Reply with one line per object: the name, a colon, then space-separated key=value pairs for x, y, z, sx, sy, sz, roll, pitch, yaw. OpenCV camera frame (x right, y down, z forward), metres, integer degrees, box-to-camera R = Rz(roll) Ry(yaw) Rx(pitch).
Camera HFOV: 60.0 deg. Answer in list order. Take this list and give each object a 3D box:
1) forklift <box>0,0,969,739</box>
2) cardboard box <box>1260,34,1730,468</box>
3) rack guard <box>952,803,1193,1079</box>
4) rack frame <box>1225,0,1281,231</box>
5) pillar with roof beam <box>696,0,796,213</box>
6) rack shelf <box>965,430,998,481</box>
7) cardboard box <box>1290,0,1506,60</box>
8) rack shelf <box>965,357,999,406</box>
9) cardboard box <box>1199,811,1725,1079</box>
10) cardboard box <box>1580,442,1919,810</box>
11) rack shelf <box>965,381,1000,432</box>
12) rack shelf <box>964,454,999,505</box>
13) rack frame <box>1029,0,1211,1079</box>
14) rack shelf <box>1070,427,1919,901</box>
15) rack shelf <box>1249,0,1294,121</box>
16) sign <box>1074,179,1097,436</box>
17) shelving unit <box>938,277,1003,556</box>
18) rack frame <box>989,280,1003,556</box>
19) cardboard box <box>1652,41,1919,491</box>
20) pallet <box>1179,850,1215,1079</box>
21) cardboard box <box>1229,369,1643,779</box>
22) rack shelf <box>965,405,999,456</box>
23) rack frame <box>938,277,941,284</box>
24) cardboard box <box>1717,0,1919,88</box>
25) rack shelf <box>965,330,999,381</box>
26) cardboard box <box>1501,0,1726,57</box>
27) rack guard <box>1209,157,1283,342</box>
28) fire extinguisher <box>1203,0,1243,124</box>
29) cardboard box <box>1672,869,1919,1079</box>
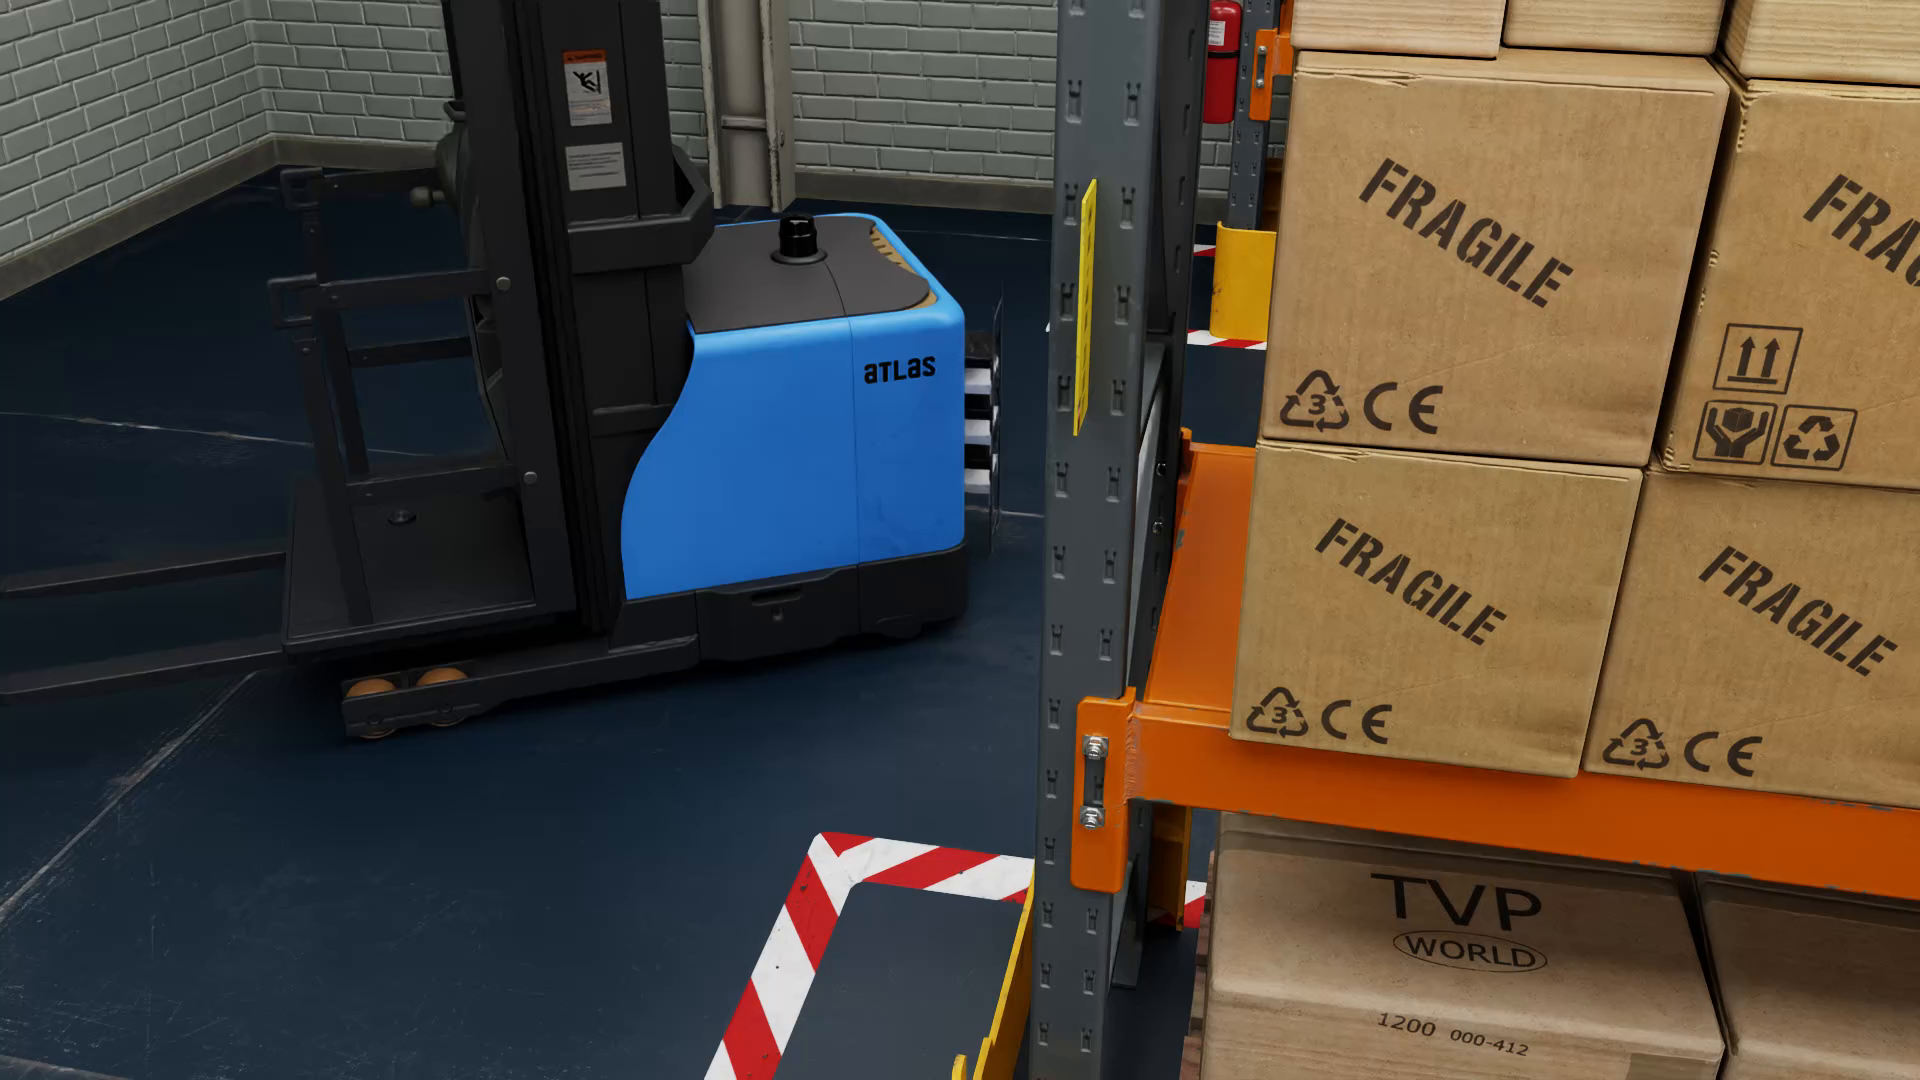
forklift: x=-1.548 y=-1.006 z=4.536 sx=3.031 sy=2.935 sz=1.130 roll=-9 pitch=30 yaw=-16
cardboard box: x=0.697 y=-0.450 z=2.303 sx=0.500 sy=0.500 sz=0.500 roll=5 pitch=29 yaw=9
rack guard: x=0.263 y=0.945 z=3.504 sx=0.348 sy=0.500 sz=1.175 roll=6 pitch=29 yaw=11
rack frame: x=1.320 y=-2.481 z=7.158 sx=0.127 sy=3.000 sz=1.000 roll=6 pitch=29 yaw=11
pillar with roof beam: x=-2.028 y=-3.784 z=3.292 sx=0.400 sy=9.000 sz=9.100 roll=6 pitch=29 yaw=11
rack shelf: x=0.019 y=-0.295 z=5.608 sx=0.200 sy=0.077 sz=0.258 roll=4 pitch=29 yaw=7
cardboard box: x=0.576 y=-0.751 z=2.177 sx=0.250 sy=0.149 sz=0.380 roll=6 pitch=29 yaw=12
rack shelf: x=0.019 y=-0.532 z=5.479 sx=0.200 sy=0.077 sz=0.258 roll=4 pitch=29 yaw=7
cardboard box: x=0.953 y=0.809 z=3.379 sx=0.875 sy=0.438 sz=0.875 roll=5 pitch=29 yaw=9
cardboard box: x=1.197 y=0.027 z=2.472 sx=0.500 sy=0.500 sz=0.500 roll=5 pitch=29 yaw=10
rack shelf: x=0.019 y=-0.453 z=5.522 sx=0.200 sy=0.077 sz=0.258 roll=4 pitch=29 yaw=7
rack shelf: x=0.019 y=-0.216 z=5.651 sx=0.200 sy=0.077 sz=0.258 roll=4 pitch=29 yaw=7
rack frame: x=0.287 y=-0.149 z=2.899 sx=0.127 sy=3.000 sz=1.000 roll=6 pitch=29 yaw=11
rack shelf: x=2.243 y=0.367 z=2.706 sx=4.000 sy=0.370 sz=1.077 roll=6 pitch=29 yaw=11
rack shelf: x=3.276 y=-1.965 z=6.964 sx=4.000 sy=0.370 sz=1.077 roll=6 pitch=29 yaw=11
sign: x=0.165 y=-0.304 z=2.198 sx=0.005 sy=0.325 sz=0.100 roll=6 pitch=29 yaw=11
shelving unit: x=0.019 y=-0.403 z=5.549 sx=0.210 sy=0.900 sz=0.258 roll=4 pitch=29 yaw=7
rack frame: x=0.120 y=-0.396 z=5.537 sx=0.006 sy=0.900 sz=0.240 roll=4 pitch=29 yaw=7
cardboard box: x=1.204 y=-0.401 z=2.214 sx=0.500 sy=0.500 sz=0.500 roll=5 pitch=29 yaw=9
pallet: x=1.085 y=1.117 z=3.490 sx=1.213 sy=0.211 sz=1.003 roll=6 pitch=29 yaw=11
cardboard box: x=0.696 y=-0.010 z=2.541 sx=0.500 sy=0.500 sz=0.500 roll=6 pitch=29 yaw=10
rack shelf: x=0.019 y=-0.374 z=5.565 sx=0.200 sy=0.077 sz=0.258 roll=4 pitch=29 yaw=7
rack frame: x=-0.082 y=-0.410 z=5.561 sx=0.006 sy=0.900 sz=0.240 roll=4 pitch=29 yaw=7
cardboard box: x=1.078 y=-0.678 z=2.044 sx=0.250 sy=0.149 sz=0.380 roll=7 pitch=29 yaw=12
rack shelf: x=0.019 y=-0.611 z=5.435 sx=0.200 sy=0.077 sz=0.258 roll=4 pitch=29 yaw=7
cardboard box: x=0.847 y=-0.758 z=2.190 sx=0.250 sy=0.149 sz=0.380 roll=7 pitch=29 yaw=12
rack guard: x=1.394 y=-1.377 z=7.744 sx=0.348 sy=0.500 sz=1.175 roll=6 pitch=29 yaw=11
fire extinguisher: x=1.079 y=-2.081 z=6.897 sx=0.183 sy=0.674 sz=0.296 roll=6 pitch=29 yaw=11
cardboard box: x=1.850 y=0.897 z=3.218 sx=0.875 sy=0.438 sz=0.875 roll=7 pitch=29 yaw=12
